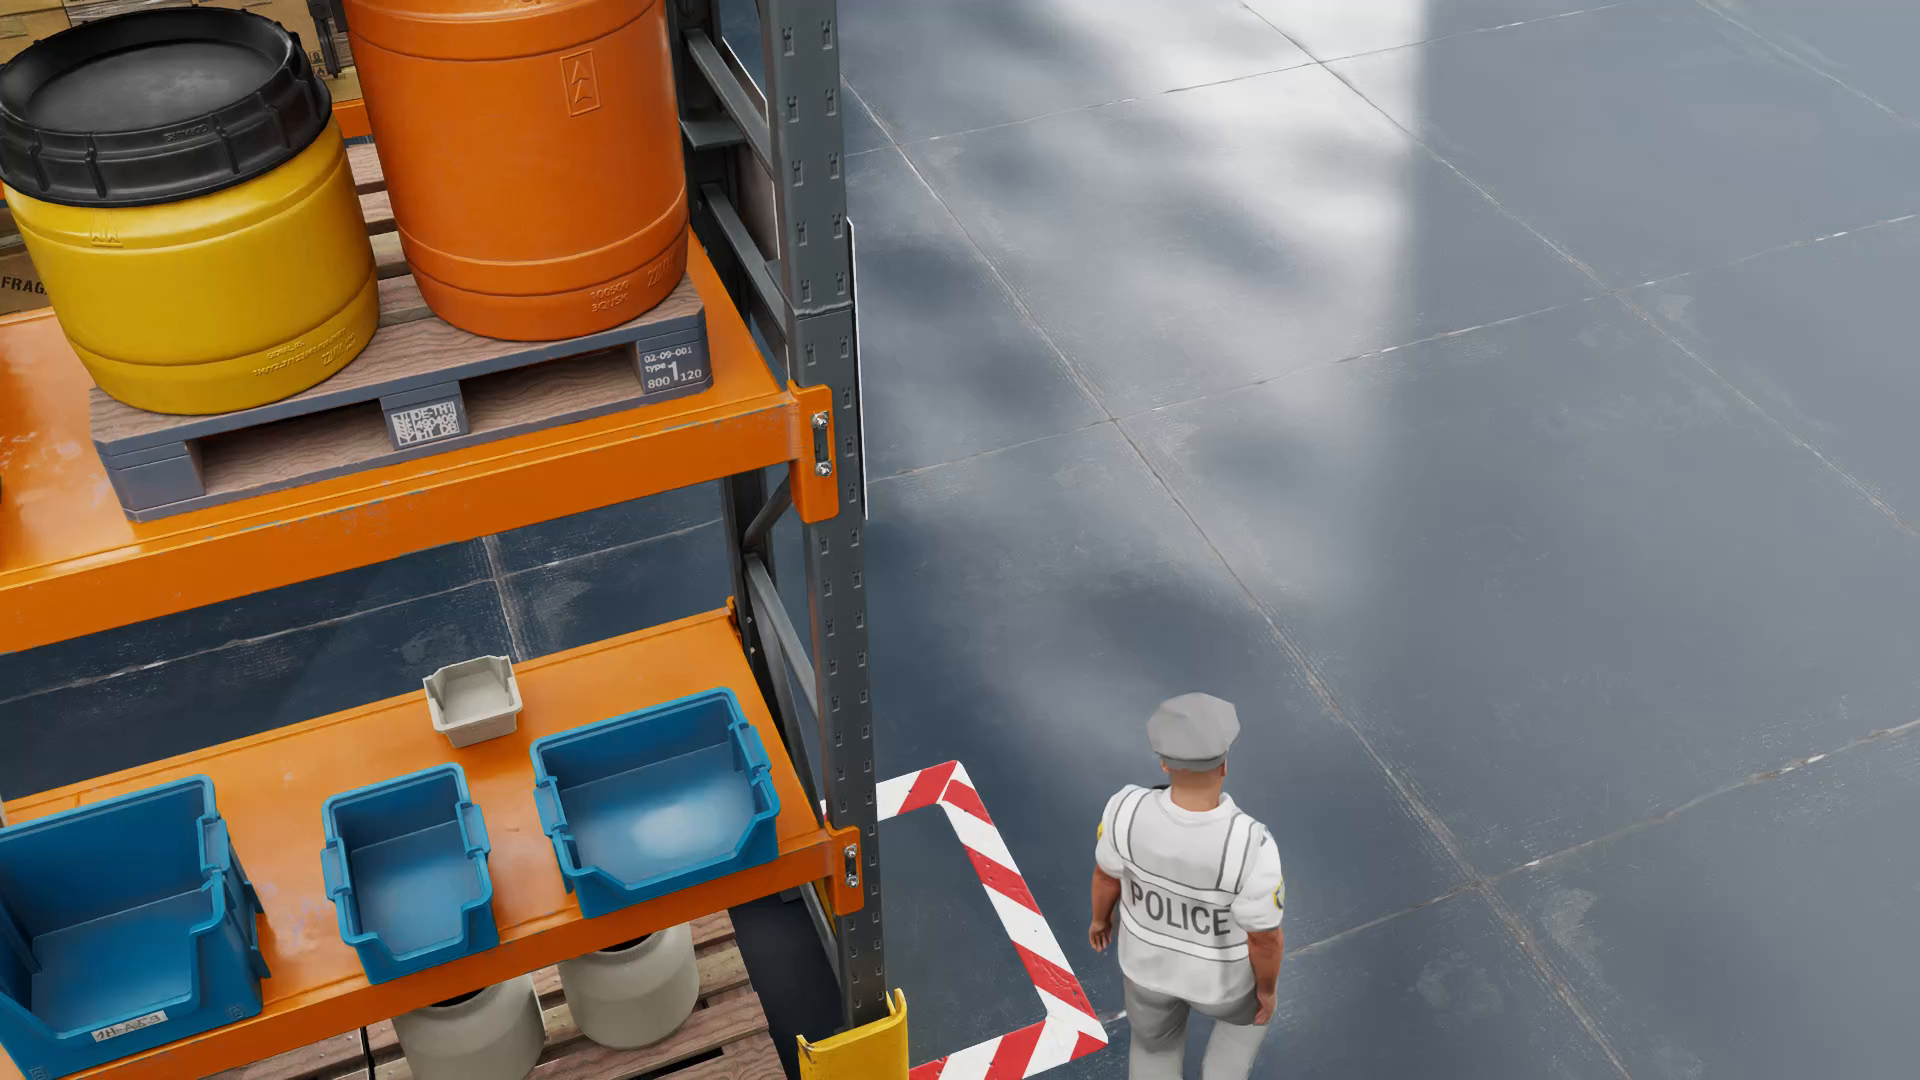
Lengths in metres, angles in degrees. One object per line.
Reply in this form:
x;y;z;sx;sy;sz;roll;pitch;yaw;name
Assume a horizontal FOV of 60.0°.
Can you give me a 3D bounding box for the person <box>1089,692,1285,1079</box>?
0.666;1.202;4.783;0.641;1.724;0.492;14;43;15;person
